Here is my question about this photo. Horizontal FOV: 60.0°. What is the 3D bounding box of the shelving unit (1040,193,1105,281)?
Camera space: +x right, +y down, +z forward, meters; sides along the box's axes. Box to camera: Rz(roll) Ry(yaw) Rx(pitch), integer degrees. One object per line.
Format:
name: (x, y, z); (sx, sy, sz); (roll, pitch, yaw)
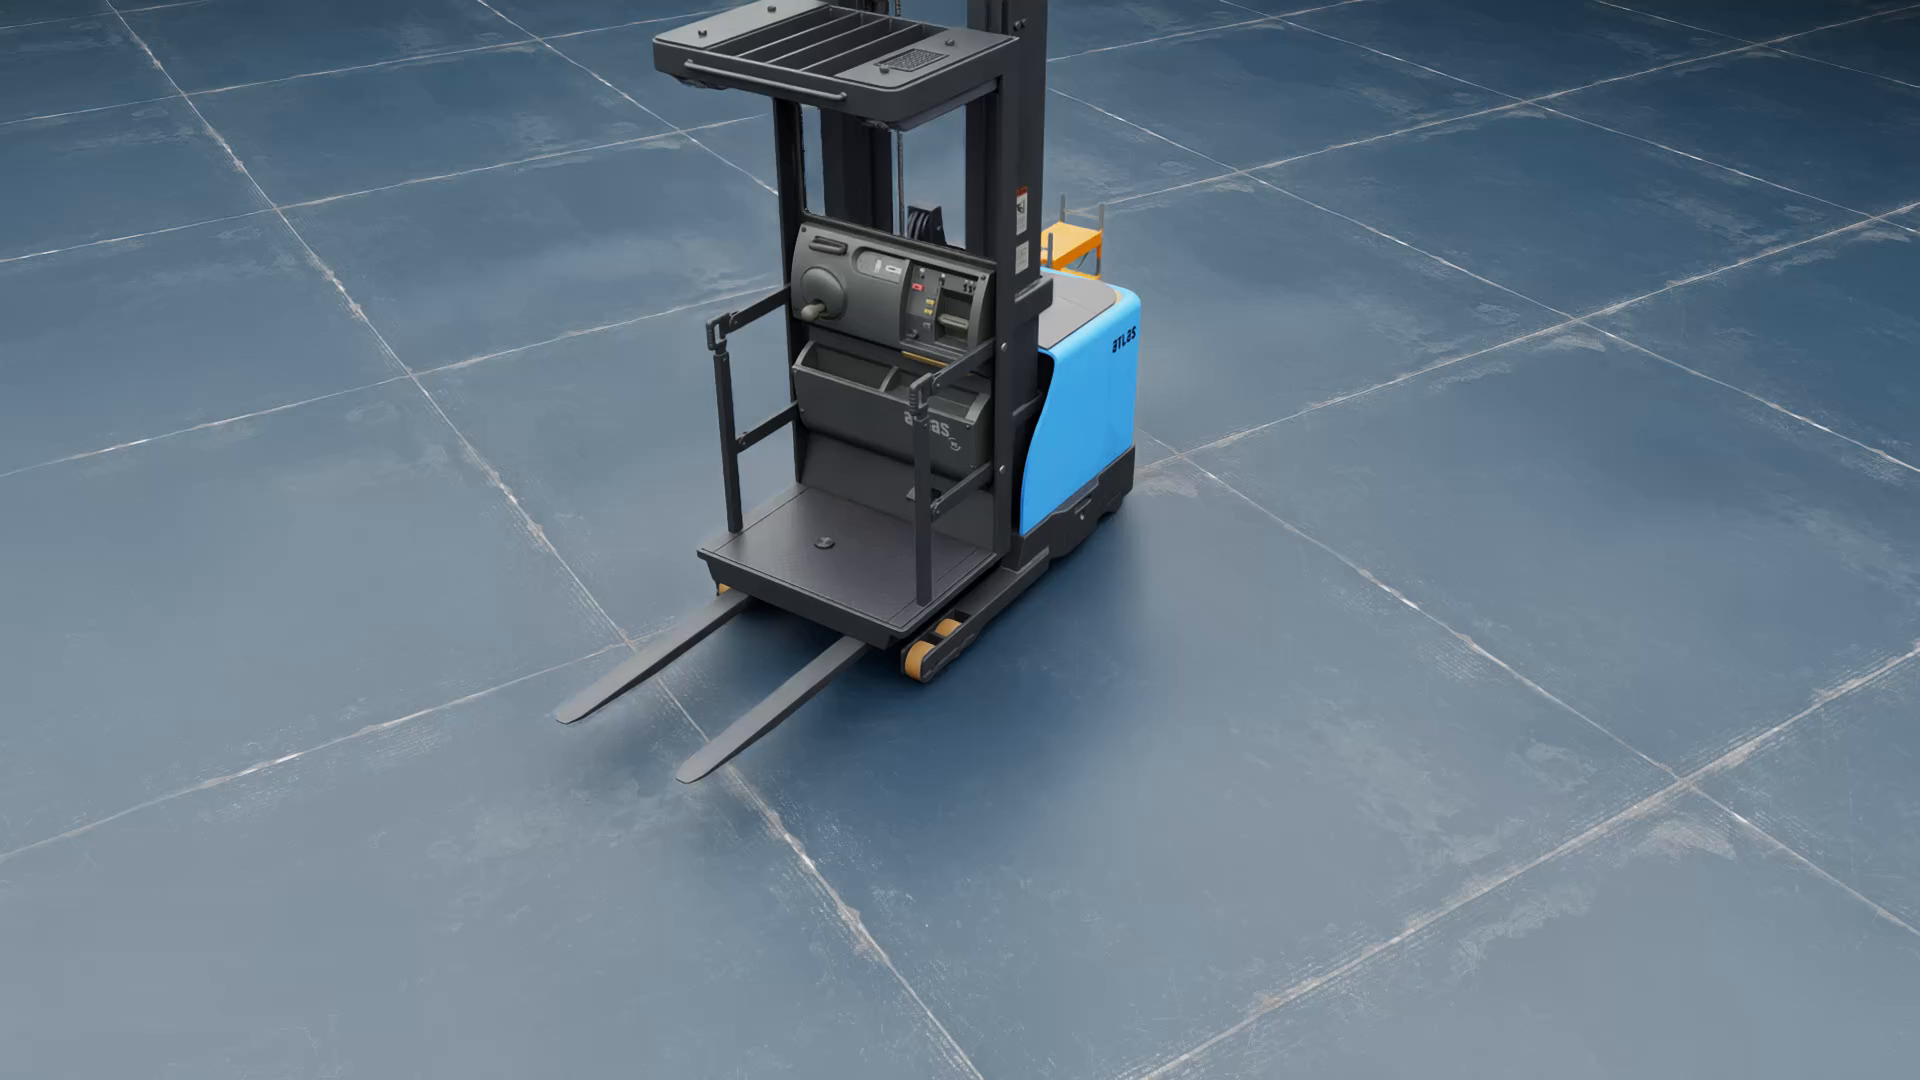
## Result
shelving unit: (0.464, -1.062, 8.301); (0.258, 1.200, 0.503); (19, 36, 28)

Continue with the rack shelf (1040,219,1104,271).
rack shelf: (0.467, -1.398, 8.096); (0.258, 0.148, 0.480); (19, 36, 28)

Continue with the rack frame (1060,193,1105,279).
rack frame: (0.598, -1.167, 8.475); (0.240, 1.200, 0.015); (19, 36, 28)

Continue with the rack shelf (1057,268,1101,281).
rack shelf: (0.465, -1.196, 8.219); (0.258, 0.148, 0.480); (19, 36, 28)

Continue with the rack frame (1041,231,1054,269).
rack frame: (0.329, -0.957, 8.126); (0.240, 1.200, 0.015); (19, 36, 28)

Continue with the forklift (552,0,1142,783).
forklift: (-0.410, -0.949, 6.508); (1.130, 2.935, 3.031); (20, 37, 29)
